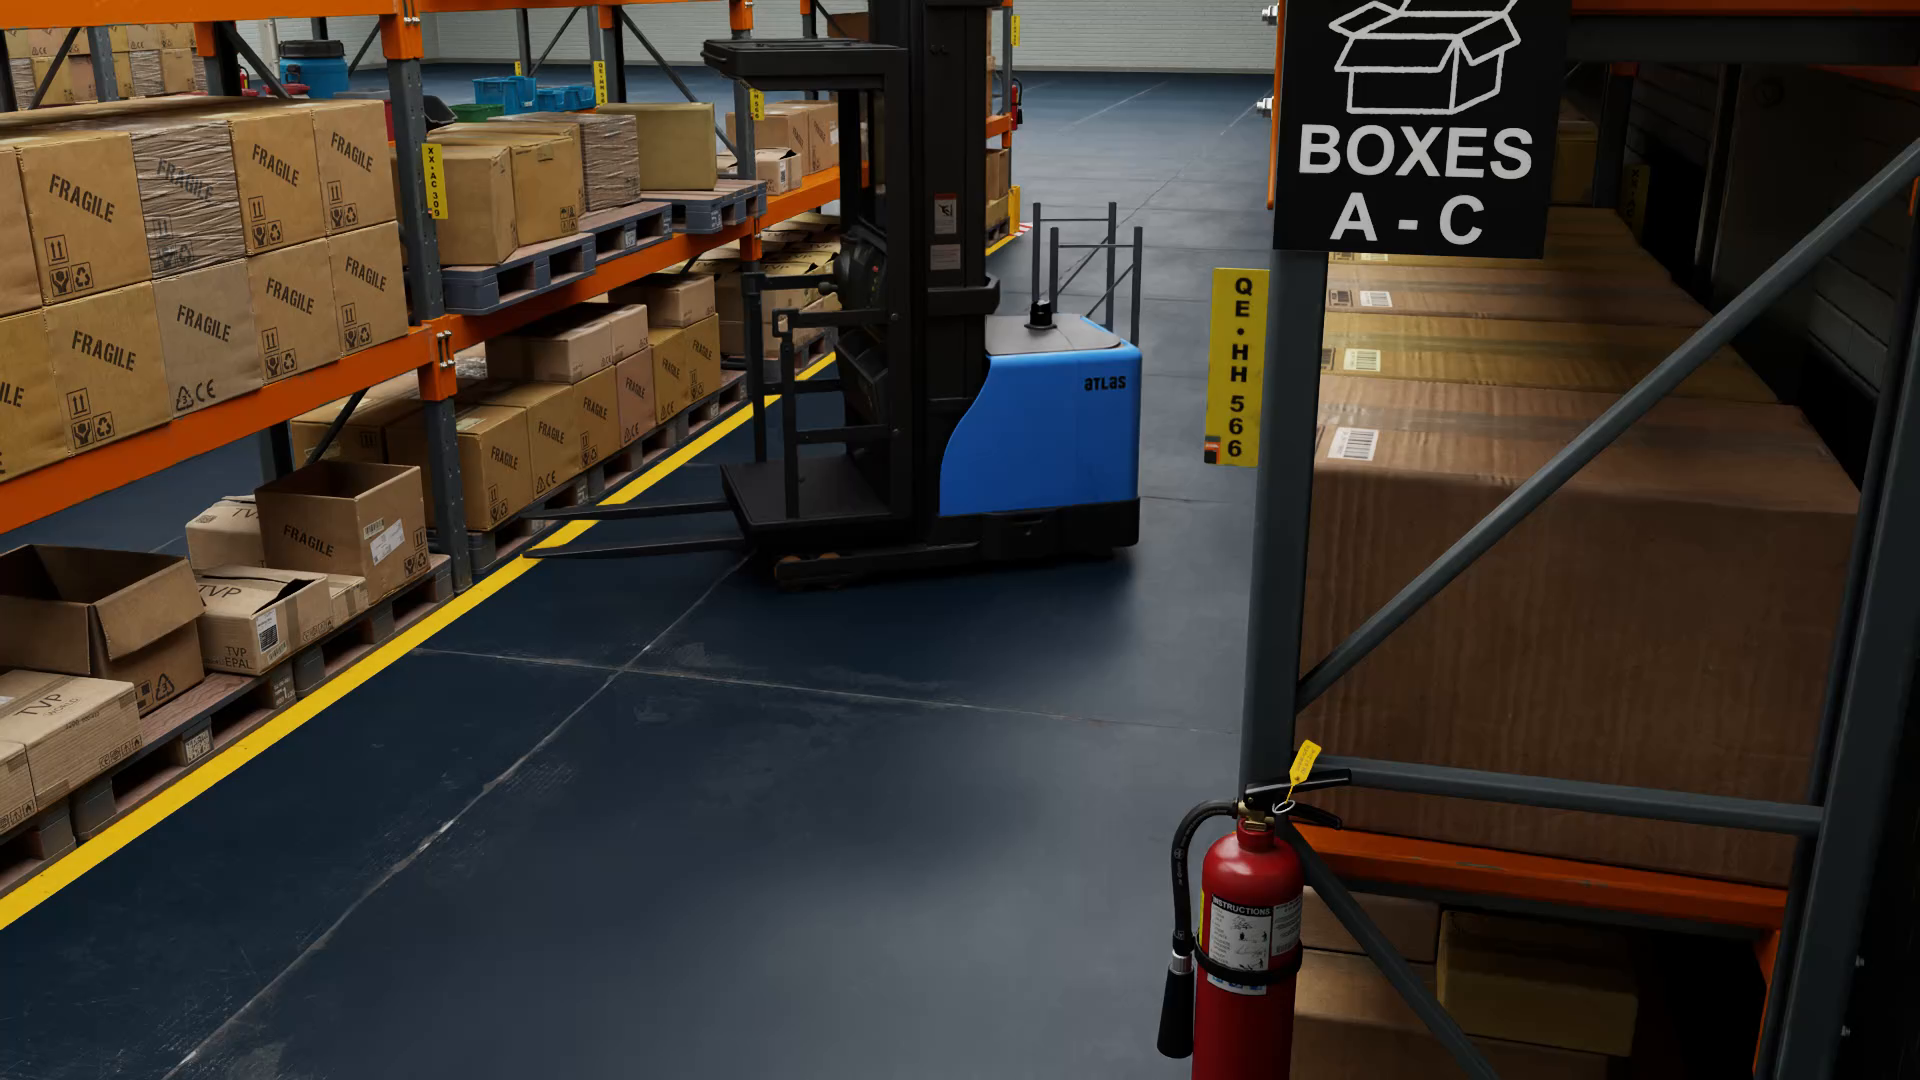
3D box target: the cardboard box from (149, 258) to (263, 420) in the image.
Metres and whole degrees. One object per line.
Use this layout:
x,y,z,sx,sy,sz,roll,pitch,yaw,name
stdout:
-2.971,-0.761,6.122,0.500,0.500,0.500,5,20,15,cardboard box

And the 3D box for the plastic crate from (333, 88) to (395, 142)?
-5.519,-3.968,15.565,0.402,0.464,0.583,5,19,13,plastic crate

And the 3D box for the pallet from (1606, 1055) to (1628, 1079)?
1.097,1.493,3.991,1.003,0.211,1.213,5,19,13,pallet

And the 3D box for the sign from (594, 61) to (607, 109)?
-2.412,-3.058,11.210,0.100,0.325,0.005,5,19,13,sign

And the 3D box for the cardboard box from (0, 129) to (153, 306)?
-3.093,-1.079,5.505,0.500,0.500,0.500,4,19,13,cardboard box

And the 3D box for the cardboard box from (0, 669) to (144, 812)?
-3.175,0.671,5.655,0.500,0.250,0.500,5,19,13,cardboard box

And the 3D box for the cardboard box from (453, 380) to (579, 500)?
-2.376,-0.540,8.814,0.500,0.500,0.500,5,19,14,cardboard box

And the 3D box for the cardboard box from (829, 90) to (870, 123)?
-0.793,-3.908,15.335,0.700,0.500,0.500,4,19,12,cardboard box

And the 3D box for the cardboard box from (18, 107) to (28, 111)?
-10.083,-4.507,17.631,0.380,0.149,0.250,5,19,13,cardboard box

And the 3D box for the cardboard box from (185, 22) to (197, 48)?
-9.418,-6.228,20.119,0.500,0.500,0.500,5,19,13,cardboard box

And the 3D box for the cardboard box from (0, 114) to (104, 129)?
-3.490,-1.286,6.111,0.500,0.500,0.500,4,19,12,cardboard box

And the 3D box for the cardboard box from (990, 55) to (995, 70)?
0.173,-5.195,18.097,0.380,0.149,0.250,4,19,12,cardboard box

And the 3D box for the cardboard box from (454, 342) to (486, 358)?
-2.634,-0.888,9.832,0.500,0.500,0.500,4,19,12,cardboard box

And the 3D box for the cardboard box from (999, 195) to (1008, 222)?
0.237,-3.681,18.429,0.500,0.250,0.500,5,19,13,cardboard box

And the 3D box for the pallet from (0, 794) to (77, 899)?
-3.615,1.086,5.183,1.003,0.211,1.213,5,19,13,pallet

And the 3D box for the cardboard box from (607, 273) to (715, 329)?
-1.883,-1.518,10.518,0.500,0.250,0.500,5,20,15,cardboard box

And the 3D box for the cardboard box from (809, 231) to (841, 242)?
-0.962,-2.415,13.854,0.500,0.311,0.500,5,19,13,cardboard box

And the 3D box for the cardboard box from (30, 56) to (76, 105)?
-10.174,-4.983,18.021,0.875,0.500,0.500,5,19,13,cardboard box

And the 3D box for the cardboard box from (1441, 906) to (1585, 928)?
1.173,1.030,4.249,0.700,0.500,0.500,5,19,13,cardboard box

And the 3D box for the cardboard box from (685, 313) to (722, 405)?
-1.874,-1.181,10.692,0.500,0.500,0.500,5,20,16,cardboard box

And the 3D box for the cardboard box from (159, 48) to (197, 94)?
-9.690,-5.610,19.857,0.875,0.500,0.500,5,19,13,cardboard box

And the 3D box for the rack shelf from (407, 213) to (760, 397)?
-2.361,-1.500,9.553,1.077,0.370,4.000,5,19,13,rack shelf

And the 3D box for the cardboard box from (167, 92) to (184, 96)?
-9.542,-5.296,19.942,0.380,0.149,0.250,5,19,13,cardboard box

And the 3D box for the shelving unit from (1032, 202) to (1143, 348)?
0.715,-1.153,9.743,0.538,1.500,1.048,-1,19,-3,shelving unit

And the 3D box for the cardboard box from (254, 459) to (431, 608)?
-2.714,-0.038,7.346,0.500,0.500,0.500,5,19,13,cardboard box

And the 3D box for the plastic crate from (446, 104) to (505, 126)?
-5.092,-4.417,17.306,0.450,0.188,0.662,5,19,13,plastic crate

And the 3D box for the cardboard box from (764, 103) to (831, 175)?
-1.350,-3.207,13.282,0.500,0.500,0.500,5,19,13,cardboard box

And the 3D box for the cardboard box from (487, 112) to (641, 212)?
-2.326,-2.236,9.789,0.700,0.500,0.500,9,21,24,cardboard box

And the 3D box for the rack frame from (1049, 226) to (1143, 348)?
0.740,-0.989,9.262,0.500,1.500,0.032,-1,19,-3,rack frame

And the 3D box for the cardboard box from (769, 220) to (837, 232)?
-1.365,-2.618,14.448,0.500,0.311,0.500,4,19,13,cardboard box

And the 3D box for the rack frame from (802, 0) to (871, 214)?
-0.896,-3.721,14.942,1.000,3.000,0.127,5,19,13,rack frame

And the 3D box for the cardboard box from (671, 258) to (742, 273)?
-1.863,-1.978,12.574,0.500,0.311,0.500,4,19,13,cardboard box

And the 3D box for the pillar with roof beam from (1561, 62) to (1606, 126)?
-0.086,-5.596,11.148,9.100,9.000,0.400,5,19,13,pillar with roof beam

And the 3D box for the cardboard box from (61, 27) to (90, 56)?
-9.901,-5.601,18.282,0.500,0.500,0.500,5,19,13,cardboard box

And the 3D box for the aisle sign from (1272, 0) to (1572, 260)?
0.669,-0.802,2.372,0.394,0.787,0.004,5,19,13,aisle sign

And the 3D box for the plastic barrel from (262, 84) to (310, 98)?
-6.144,-3.896,15.242,0.433,0.535,0.433,0,19,0,plastic barrel

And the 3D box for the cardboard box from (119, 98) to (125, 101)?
-9.786,-4.983,19.024,0.380,0.149,0.250,5,19,13,cardboard box

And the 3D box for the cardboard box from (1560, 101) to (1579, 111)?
2.690,-1.985,8.053,0.500,0.250,0.500,4,19,12,cardboard box

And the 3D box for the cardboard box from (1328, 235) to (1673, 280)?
1.622,-0.569,5.248,0.980,0.700,0.700,4,19,12,cardboard box

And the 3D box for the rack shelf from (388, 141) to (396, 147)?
-6.186,-3.146,14.372,1.077,0.370,4.000,5,19,13,rack shelf

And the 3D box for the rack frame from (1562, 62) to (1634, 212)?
1.954,-0.824,6.459,1.000,3.000,0.127,5,19,13,rack frame

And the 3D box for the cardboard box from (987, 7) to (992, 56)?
-0.058,-5.474,17.913,0.700,0.500,0.500,5,19,14,cardboard box

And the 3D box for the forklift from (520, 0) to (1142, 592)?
-0.667,-1.329,8.044,3.031,2.935,1.130,-5,19,-14,forklift

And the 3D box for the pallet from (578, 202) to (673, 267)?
-2.343,-1.767,9.517,1.003,0.211,1.213,5,19,13,pallet

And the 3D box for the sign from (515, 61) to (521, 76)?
-5.253,-5.543,19.848,0.100,0.325,0.005,5,19,13,sign

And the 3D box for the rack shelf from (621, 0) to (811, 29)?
-1.384,-4.174,12.738,1.077,0.370,4.000,5,19,13,rack shelf

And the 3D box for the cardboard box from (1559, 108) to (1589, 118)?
2.558,-1.822,7.575,0.500,0.250,0.500,4,19,12,cardboard box

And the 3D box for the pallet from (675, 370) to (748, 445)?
-2.092,-0.917,11.046,1.003,0.211,1.213,5,19,13,pallet

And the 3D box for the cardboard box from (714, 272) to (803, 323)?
-1.460,-1.772,11.970,0.500,0.311,0.500,5,20,15,cardboard box
